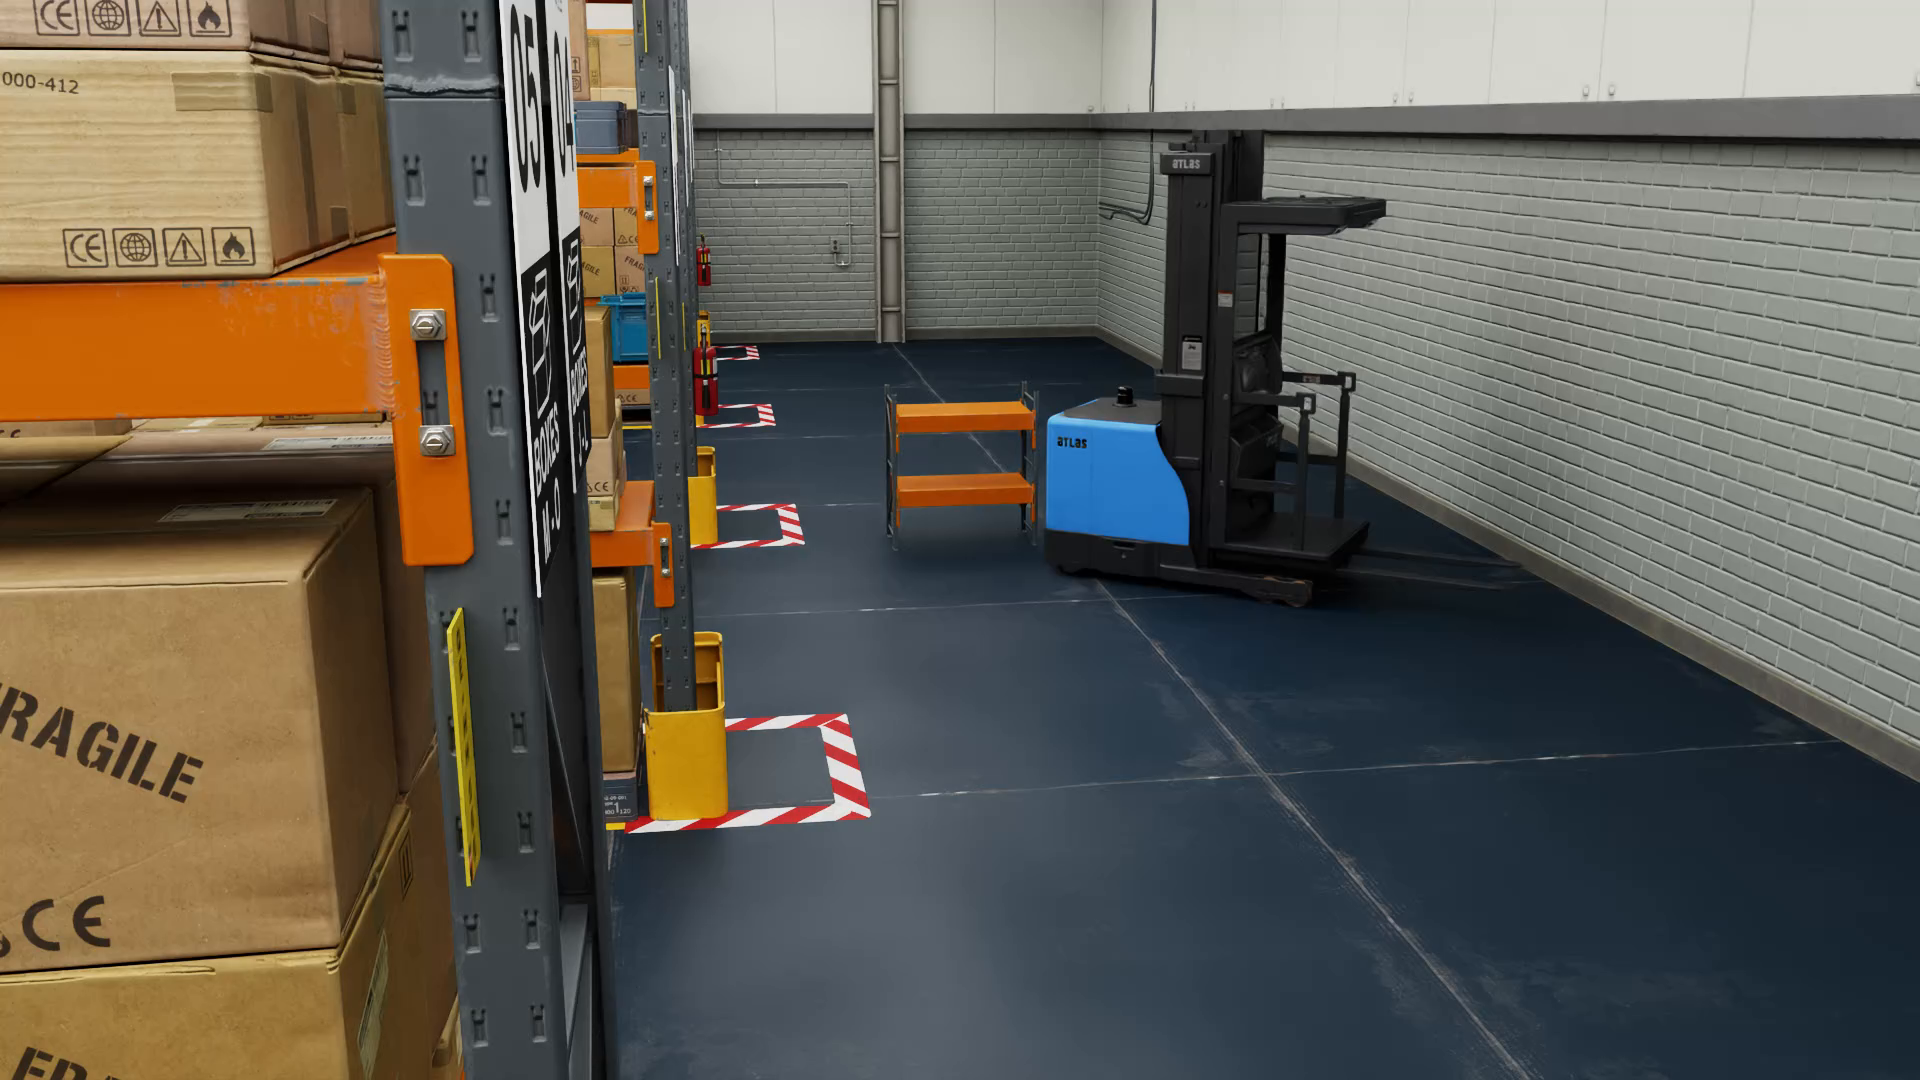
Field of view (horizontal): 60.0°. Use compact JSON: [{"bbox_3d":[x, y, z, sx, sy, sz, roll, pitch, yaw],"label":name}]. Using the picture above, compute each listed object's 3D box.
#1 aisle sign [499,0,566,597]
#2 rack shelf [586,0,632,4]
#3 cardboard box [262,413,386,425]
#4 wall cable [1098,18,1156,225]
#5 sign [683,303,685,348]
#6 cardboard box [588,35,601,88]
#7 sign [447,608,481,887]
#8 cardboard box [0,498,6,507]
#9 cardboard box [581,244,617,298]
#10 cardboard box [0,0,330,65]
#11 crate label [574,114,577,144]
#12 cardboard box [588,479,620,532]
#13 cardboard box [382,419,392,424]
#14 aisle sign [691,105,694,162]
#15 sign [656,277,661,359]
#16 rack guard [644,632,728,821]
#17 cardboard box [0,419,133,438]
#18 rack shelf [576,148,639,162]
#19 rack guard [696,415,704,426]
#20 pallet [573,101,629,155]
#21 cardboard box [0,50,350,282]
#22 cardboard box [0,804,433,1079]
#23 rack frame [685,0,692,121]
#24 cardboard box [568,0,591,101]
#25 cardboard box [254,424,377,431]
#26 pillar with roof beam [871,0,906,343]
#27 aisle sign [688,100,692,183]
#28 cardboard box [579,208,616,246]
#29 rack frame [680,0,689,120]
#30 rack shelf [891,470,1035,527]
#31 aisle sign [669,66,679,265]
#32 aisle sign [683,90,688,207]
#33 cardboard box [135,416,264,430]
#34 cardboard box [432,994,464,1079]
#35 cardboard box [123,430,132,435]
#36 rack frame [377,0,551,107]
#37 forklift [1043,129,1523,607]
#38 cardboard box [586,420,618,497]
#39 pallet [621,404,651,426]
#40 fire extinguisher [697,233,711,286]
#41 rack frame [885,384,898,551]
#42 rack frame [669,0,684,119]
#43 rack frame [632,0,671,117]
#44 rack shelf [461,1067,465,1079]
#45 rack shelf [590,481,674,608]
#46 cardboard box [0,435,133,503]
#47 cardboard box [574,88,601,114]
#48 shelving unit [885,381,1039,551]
[{"bbox_3d":[-0.548,-0.359,2.142,0.004,0.787,0.394,-2,14,-8],"label":"aisle sign"},{"bbox_3d":[-4.754,-5.234,16.079,4.000,0.370,1.077,-2,14,-8],"label":"rack shelf"},{"bbox_3d":[-2.824,-0.809,7.435,0.500,0.500,0.500,-2,14,-10],"label":"cardboard box"},{"bbox_3d":[2.129,-5.461,21.883,0.112,2.526,3.097,-2,14,-8],"label":"wall cable"},{"bbox_3d":[-1.944,-1.503,11.713,0.005,0.325,0.100,-2,14,-8],"label":"sign"},{"bbox_3d":[-3.788,-4.715,16.430,0.500,0.500,0.700,-2,14,-8],"label":"cardboard box"},{"bbox_3d":[-0.602,0.252,2.021,0.005,0.325,0.100,-2,14,-8],"label":"sign"},{"bbox_3d":[-1.581,0.250,2.188,0.500,0.500,0.500,-3,14,-10],"label":"cardboard box"},{"bbox_3d":[-3.691,-2.694,16.594,0.500,0.500,0.500,-2,14,-8],"label":"cardboard box"},{"bbox_3d":[-1.082,-0.714,2.018,0.500,0.250,0.500,-3,14,-10],"label":"cardboard box"},{"bbox_3d":[-3.002,-2.983,12.088,0.502,0.251,0.408,-2,14,-8],"label":"crate label"},{"bbox_3d":[-1.607,-0.150,7.171,0.250,0.149,0.380,-2,14,-7],"label":"cardboard box"},{"bbox_3d":[-2.332,-0.463,7.598,0.500,0.250,0.500,-2,14,-9],"label":"cardboard box"},{"bbox_3d":[-3.402,-5.130,21.167,0.004,0.787,0.394,-2,14,-8],"label":"aisle sign"},{"bbox_3d":[-1.237,-0.910,6.816,0.005,0.325,0.100,-2,14,-8],"label":"sign"},{"bbox_3d":[-1.280,0.847,7.815,0.348,0.500,1.175,-2,14,-8],"label":"rack guard"},{"bbox_3d":[-3.745,-0.646,6.788,0.500,0.500,0.500,-3,14,-10],"label":"cardboard box"},{"bbox_3d":[-4.019,-2.589,11.692,4.000,0.370,1.077,-2,14,-8],"label":"rack shelf"},{"bbox_3d":[-2.851,-1.532,17.303,0.348,0.500,1.175,-2,14,-8],"label":"rack guard"},{"bbox_3d":[-2.036,-1.747,7.036,1.213,0.211,1.003,-2,14,-8],"label":"pallet"},{"bbox_3d":[-1.075,-0.470,2.070,0.500,0.250,0.500,-2,14,-10],"label":"cardboard box"},{"bbox_3d":[-1.071,0.718,2.376,0.500,0.500,0.500,-2,14,-7],"label":"cardboard box"},{"bbox_3d":[-3.518,-6.849,21.031,0.127,3.000,1.000,-2,14,-8],"label":"rack frame"},{"bbox_3d":[-1.810,-2.088,6.941,0.500,0.500,0.700,-3,14,-12],"label":"cardboard box"},{"bbox_3d":[-2.748,-0.318,7.019,0.500,0.250,0.500,-3,14,-10],"label":"cardboard box"},{"bbox_3d":[-0.335,-6.119,18.122,0.400,9.000,9.100,-2,14,-8],"label":"pillar with roof beam"},{"bbox_3d":[-2.663,-3.937,16.410,0.004,0.787,0.394,-2,14,-8],"label":"aisle sign"},{"bbox_3d":[-3.674,-3.180,16.474,0.500,0.500,0.500,-2,14,-7],"label":"cardboard box"},{"bbox_3d":[-2.776,-5.657,16.280,0.127,3.000,1.000,-2,14,-8],"label":"rack frame"},{"bbox_3d":[0.007,-0.309,12.145,1.000,0.278,0.538,-2,14,-8],"label":"rack shelf"},{"bbox_3d":[-1.188,-1.556,6.914,0.004,0.787,0.394,-2,14,-8],"label":"aisle sign"},{"bbox_3d":[-1.927,-2.749,11.672,0.004,0.787,0.394,-2,14,-8],"label":"aisle sign"},{"bbox_3d":[-3.344,-0.425,7.448,0.500,0.250,0.500,-2,14,-9],"label":"cardboard box"},{"bbox_3d":[-1.034,0.887,3.034,0.250,0.149,0.380,-2,14,-9],"label":"cardboard box"},{"bbox_3d":[-3.752,-0.282,6.876,0.500,0.250,0.500,-2,14,-7],"label":"cardboard box"},{"bbox_3d":[-0.665,-2.077,2.006,0.127,3.000,1.000,-2,14,-8],"label":"rack frame"},{"bbox_3d":[2.119,-1.145,10.761,3.031,2.935,1.130,7,16,26],"label":"forklift"},{"bbox_3d":[-1.743,-0.354,7.165,0.500,0.250,0.500,-2,14,-9],"label":"cardboard box"},{"bbox_3d":[-3.639,-1.363,17.222,1.213,0.211,1.003,-2,14,-8],"label":"pallet"},{"bbox_3d":[-3.300,-3.615,21.395,0.183,0.674,0.296,-2,14,-8],"label":"fire extinguisher"},{"bbox_3d":[-0.496,-0.527,12.013,0.032,1.125,0.500,-2,14,-8],"label":"rack frame"},{"bbox_3d":[-2.042,-4.466,11.529,0.127,3.000,1.000,-2,14,-8],"label":"rack frame"},{"bbox_3d":[-1.304,-3.274,6.778,0.127,3.000,1.000,-2,14,-8],"label":"rack frame"},{"bbox_3d":[-2.642,1.254,2.534,4.000,0.370,1.077,-2,14,-8],"label":"rack shelf"},{"bbox_3d":[-3.281,0.057,7.306,4.000,0.370,1.077,-2,14,-8],"label":"rack shelf"},{"bbox_3d":[-1.646,0.127,2.677,0.500,0.500,0.500,-2,14,-7],"label":"cardboard box"},{"bbox_3d":[-3.740,-4.274,16.211,0.500,0.250,0.500,-2,14,-8],"label":"cardboard box"},{"bbox_3d":[0.007,-0.546,12.086,1.048,1.125,0.538,-2,14,-8],"label":"shelving unit"}]
